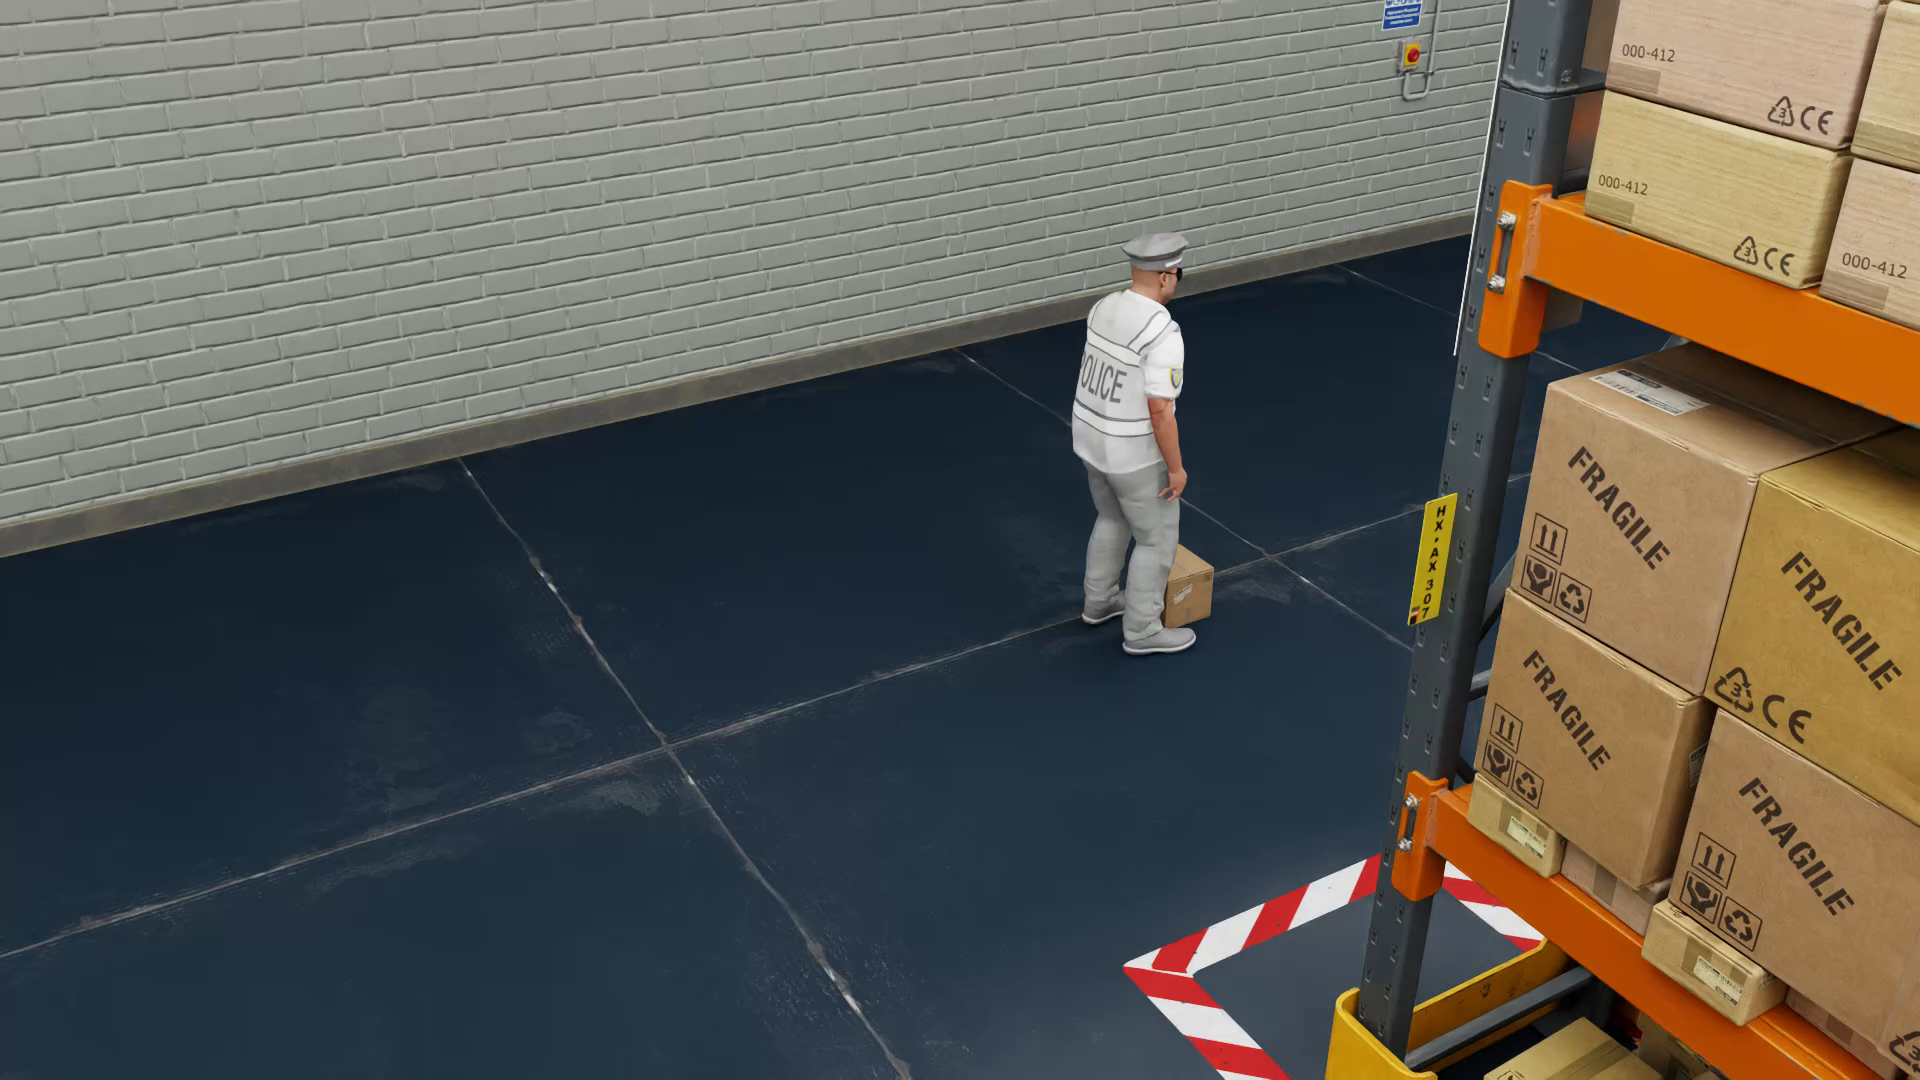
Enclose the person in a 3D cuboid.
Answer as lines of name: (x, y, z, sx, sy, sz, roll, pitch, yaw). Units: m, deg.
person: (0.700, -0.377, 6.803, 0.439, 1.747, 0.585, -16, 33, -26)
